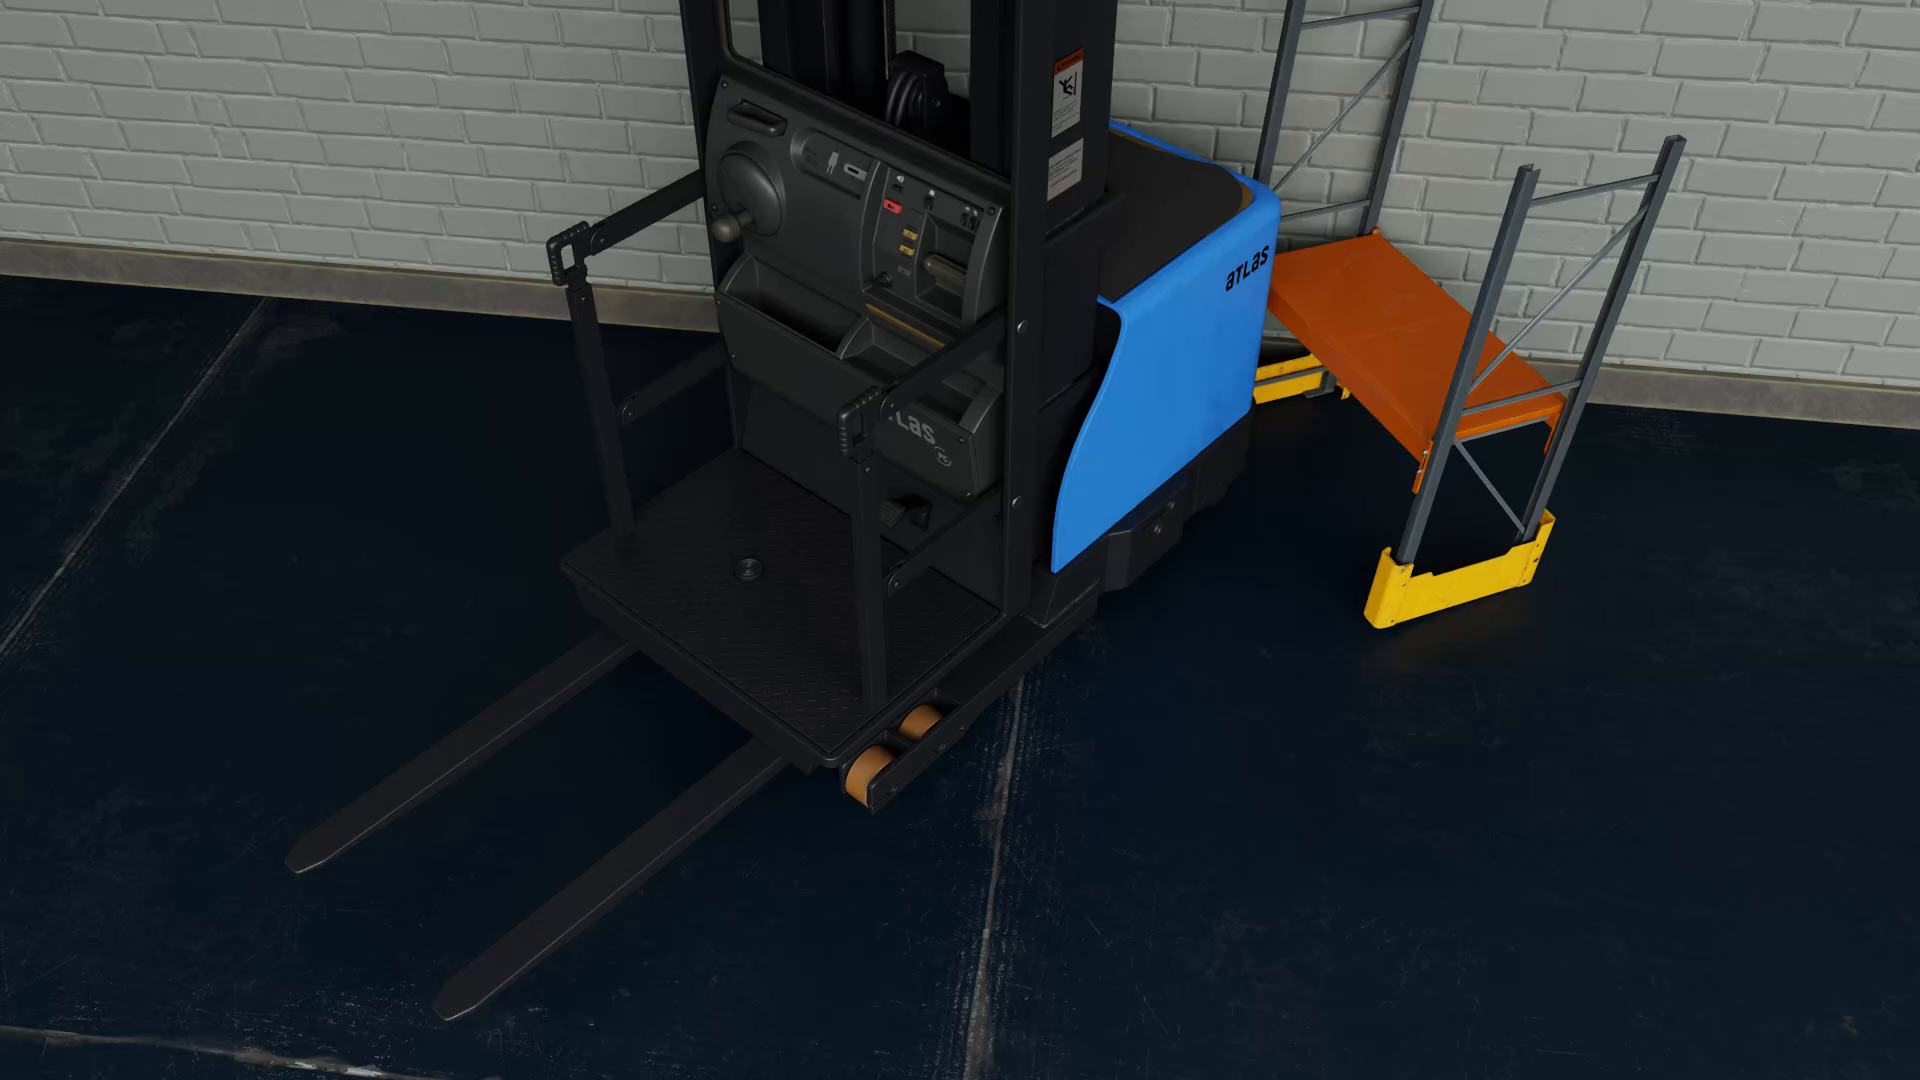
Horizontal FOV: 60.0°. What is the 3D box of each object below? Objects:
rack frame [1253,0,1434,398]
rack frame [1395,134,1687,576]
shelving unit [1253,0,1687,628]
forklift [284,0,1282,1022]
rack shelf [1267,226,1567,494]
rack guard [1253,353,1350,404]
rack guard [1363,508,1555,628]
[{"bbox_3d":[1.110,-1.023,5.215,0.500,1.500,0.032,-14,45,-20],"label":"rack frame"},{"bbox_3d":[1.524,-0.384,4.541,0.500,1.500,0.032,-14,45,-20],"label":"rack frame"},{"bbox_3d":[1.321,-0.698,4.872,0.587,1.500,1.083,-14,45,-20],"label":"shelving unit"},{"bbox_3d":[-0.414,-0.742,3.901,1.130,2.935,3.031,31,52,29],"label":"forklift"},{"bbox_3d":[1.307,-0.570,4.998,0.538,0.185,1.000,-14,45,-20],"label":"rack shelf"},{"bbox_3d":[1.083,-0.547,5.620,0.587,0.250,0.087,-14,45,-20],"label":"rack guard"},{"bbox_3d":[1.489,0.078,4.960,0.587,0.250,0.087,-14,45,-20],"label":"rack guard"}]
